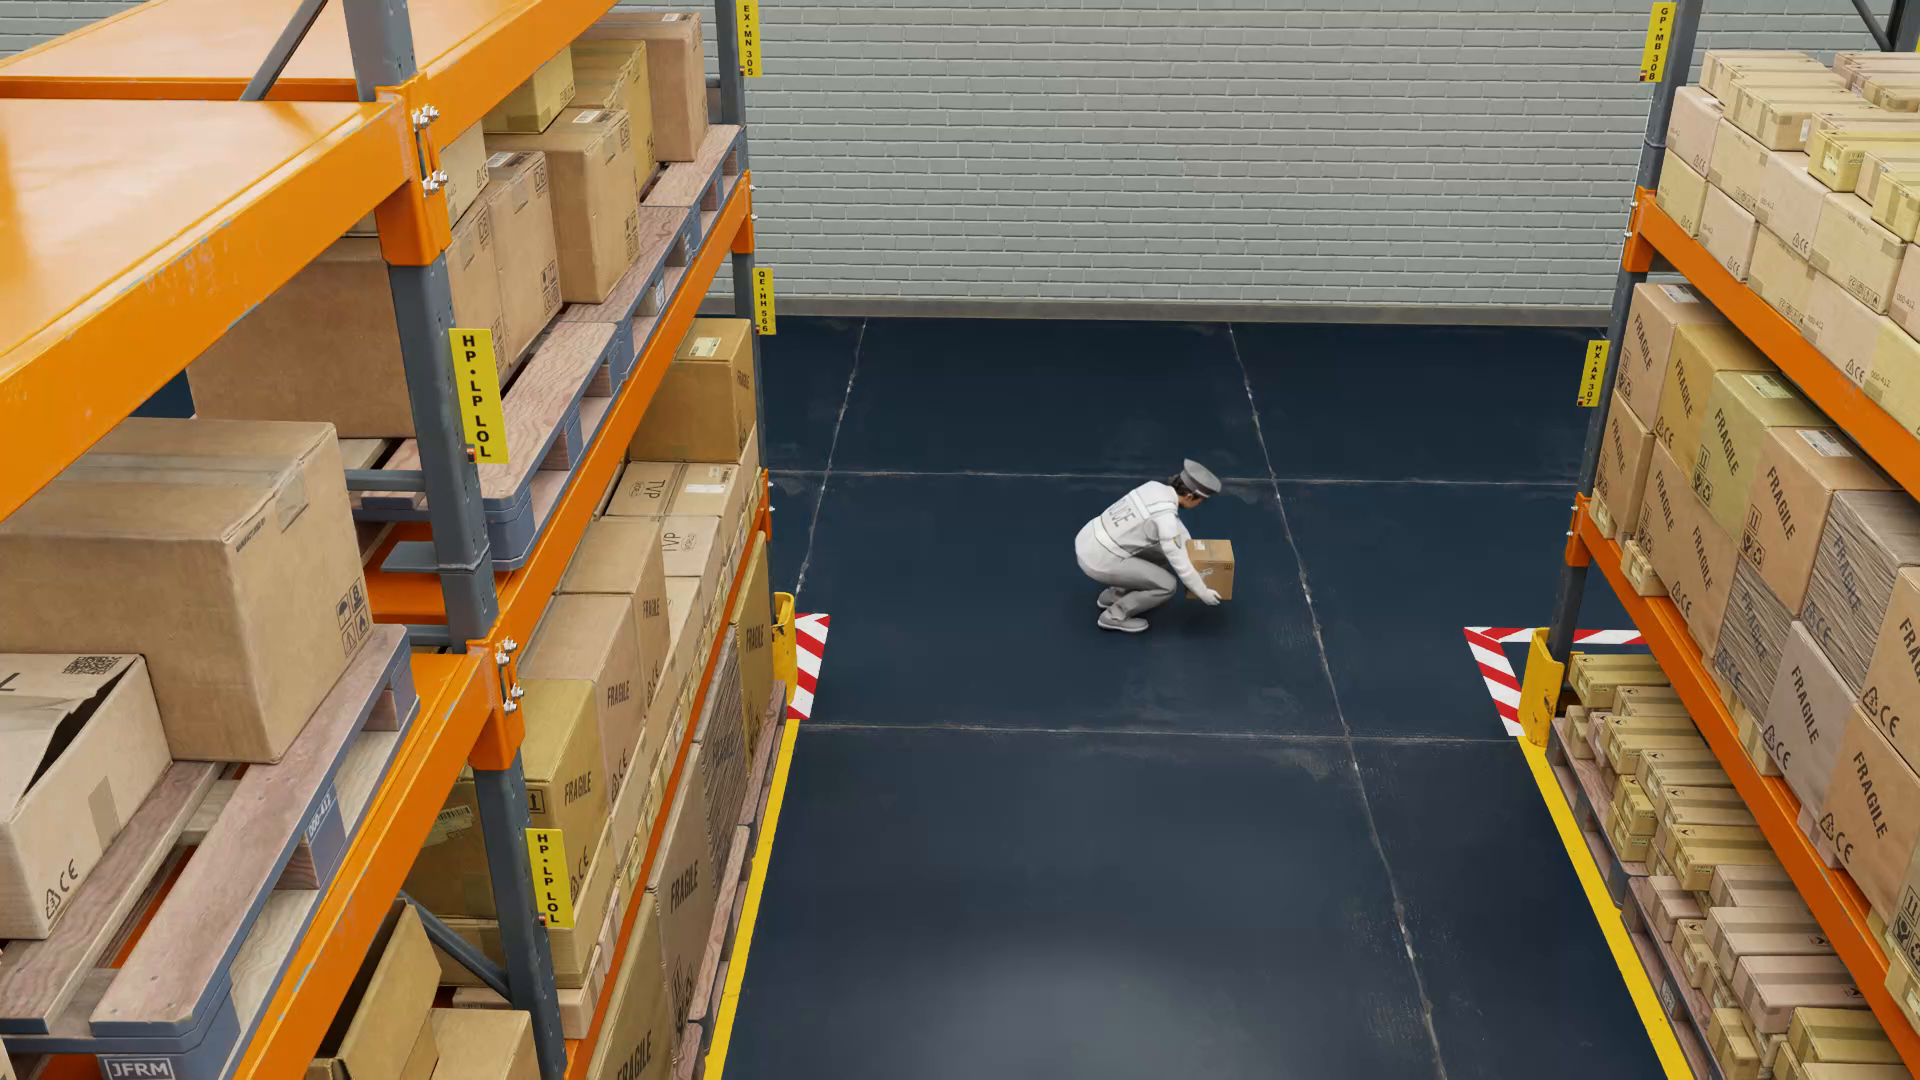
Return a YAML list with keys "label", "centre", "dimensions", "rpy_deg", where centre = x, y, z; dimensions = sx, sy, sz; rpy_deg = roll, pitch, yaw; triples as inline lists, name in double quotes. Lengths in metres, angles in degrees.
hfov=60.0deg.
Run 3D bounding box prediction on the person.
- label: "person"
  centre: [1.061, 0.022, 9.337]
  dimensions: [0.823, 0.961, 0.501]
  rpy_deg: [1, 28, 2]
